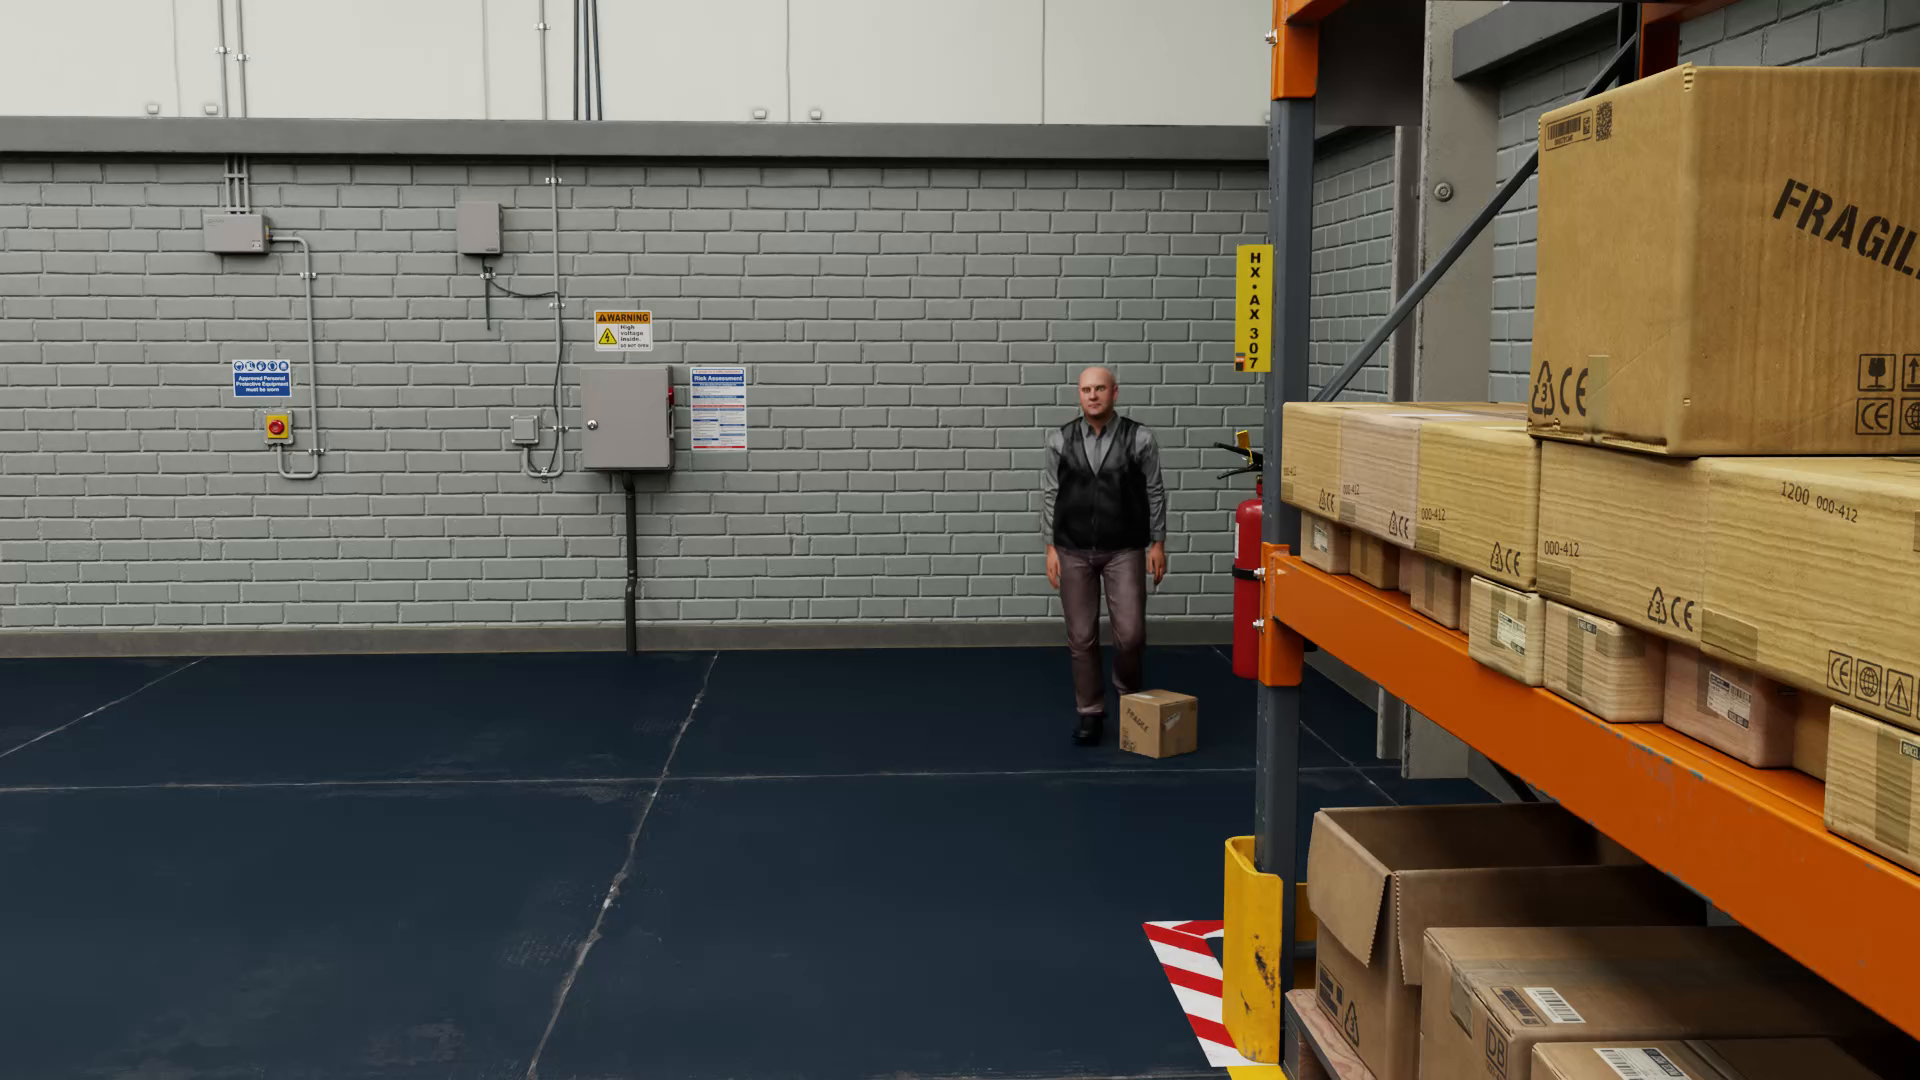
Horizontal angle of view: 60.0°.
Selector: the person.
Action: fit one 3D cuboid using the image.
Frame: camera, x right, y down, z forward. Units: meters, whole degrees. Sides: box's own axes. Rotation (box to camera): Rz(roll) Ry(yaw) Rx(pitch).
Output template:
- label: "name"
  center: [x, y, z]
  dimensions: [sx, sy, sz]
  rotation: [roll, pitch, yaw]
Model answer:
- label: "person"
  center: [0.650, 0.064, 7.590]
  dimensions: [0.560, 1.711, 0.469]
  rotation: [2, 7, 14]
